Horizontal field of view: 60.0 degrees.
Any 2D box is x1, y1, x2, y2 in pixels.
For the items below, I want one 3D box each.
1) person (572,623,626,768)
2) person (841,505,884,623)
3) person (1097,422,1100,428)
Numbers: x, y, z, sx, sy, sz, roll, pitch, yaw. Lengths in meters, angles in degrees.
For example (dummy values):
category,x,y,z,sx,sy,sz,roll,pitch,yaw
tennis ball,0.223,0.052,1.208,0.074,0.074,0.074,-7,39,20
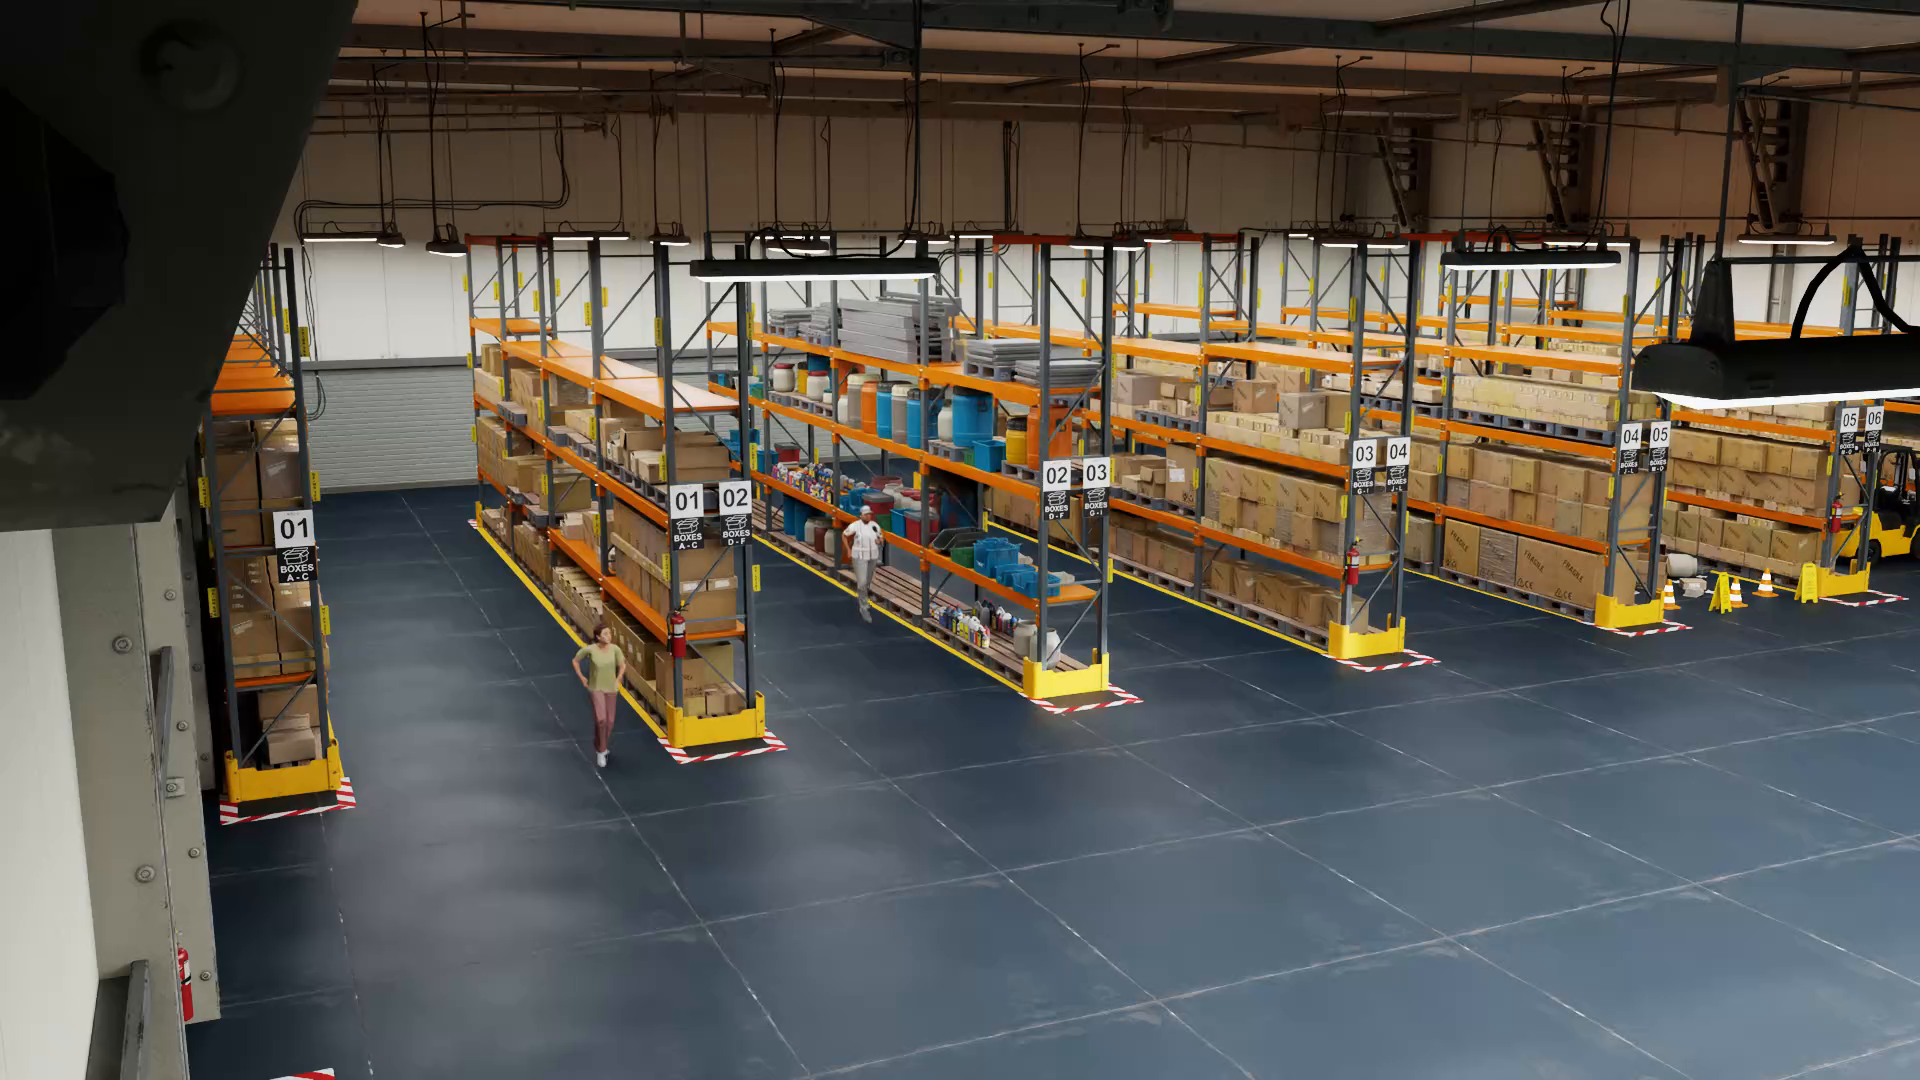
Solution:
category,x,y,z,sx,sy,sz,roll,pitch,yaw
person,-4.193,1.795,19.543,0.589,1.674,0.668,-7,13,-30
person,-1.454,0.339,25.548,0.579,1.764,0.728,-7,13,-32
person,3.649,-2.558,41.554,0.932,1.781,0.698,-11,15,-44
